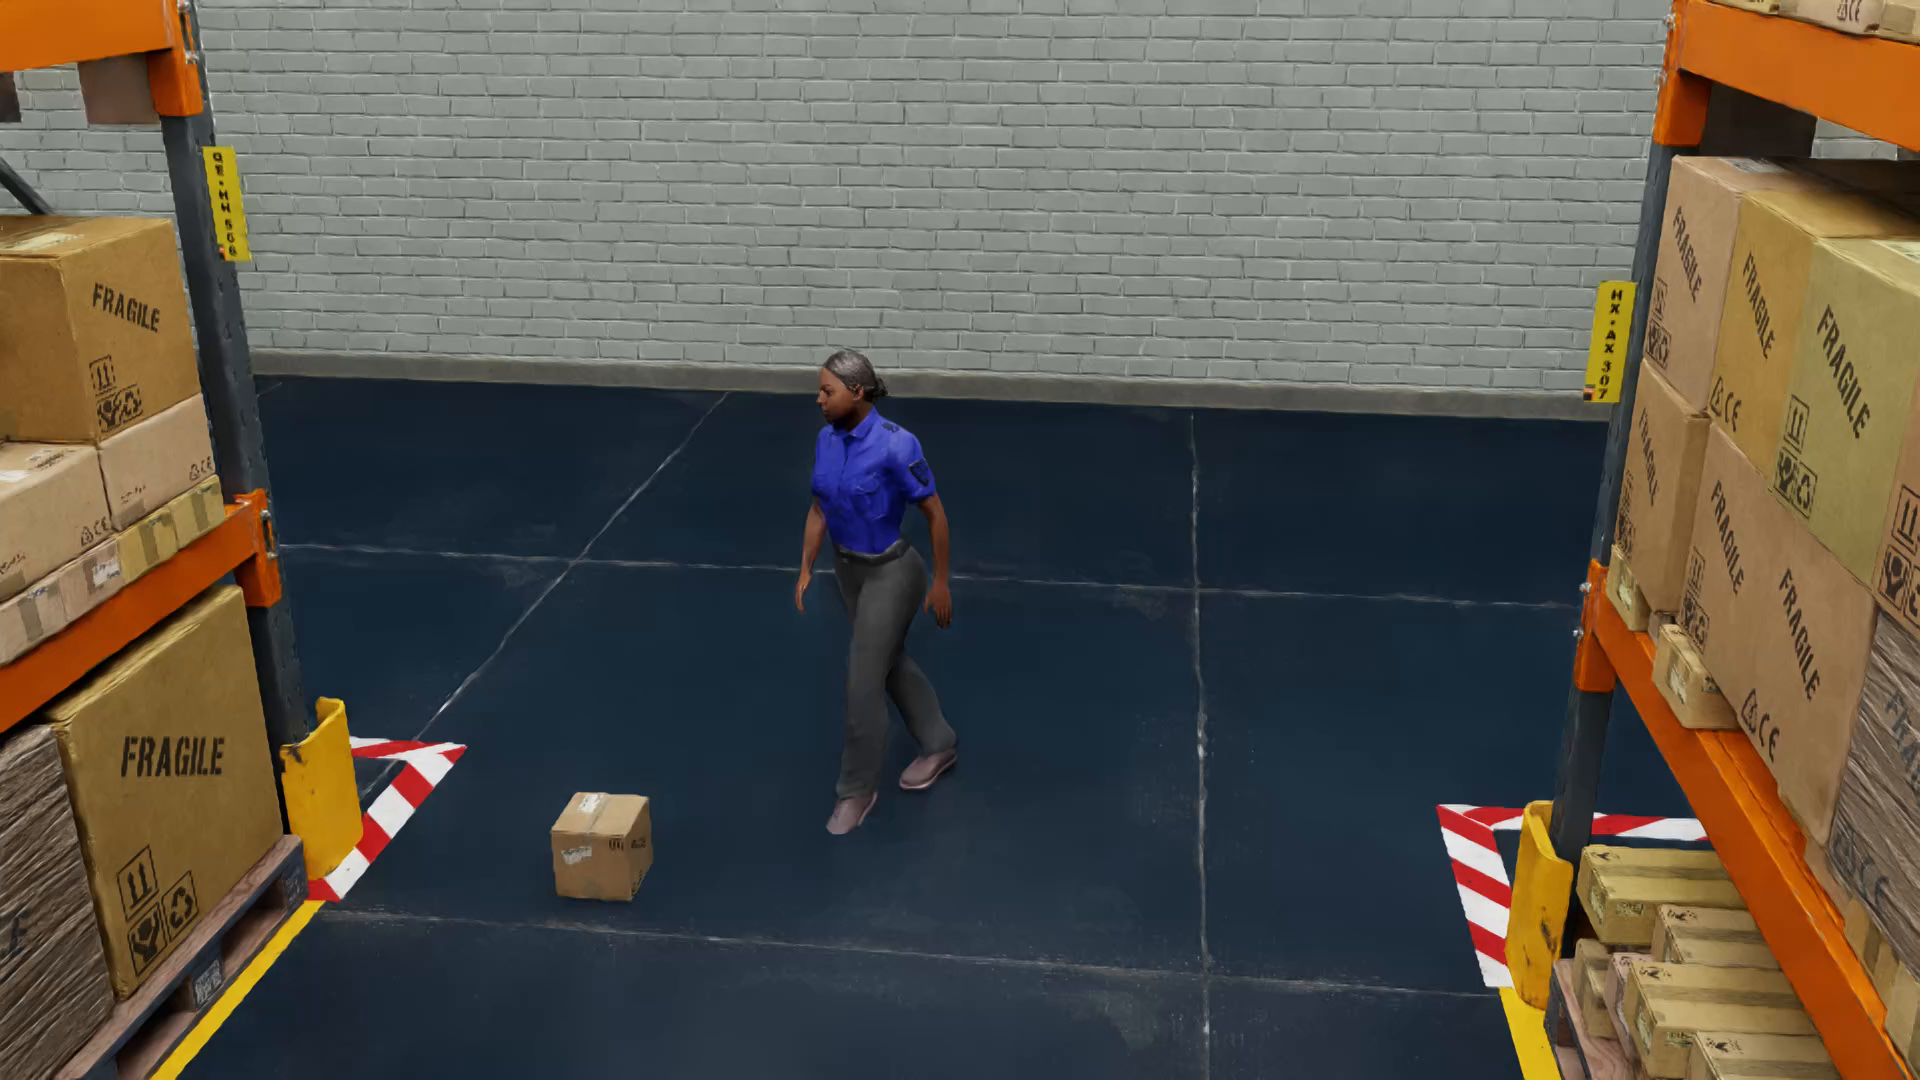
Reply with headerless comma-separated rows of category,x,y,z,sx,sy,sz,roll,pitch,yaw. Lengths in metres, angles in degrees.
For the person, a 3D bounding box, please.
person,-0.313,0.180,5.770,0.699,1.685,0.544,-19,28,-39
